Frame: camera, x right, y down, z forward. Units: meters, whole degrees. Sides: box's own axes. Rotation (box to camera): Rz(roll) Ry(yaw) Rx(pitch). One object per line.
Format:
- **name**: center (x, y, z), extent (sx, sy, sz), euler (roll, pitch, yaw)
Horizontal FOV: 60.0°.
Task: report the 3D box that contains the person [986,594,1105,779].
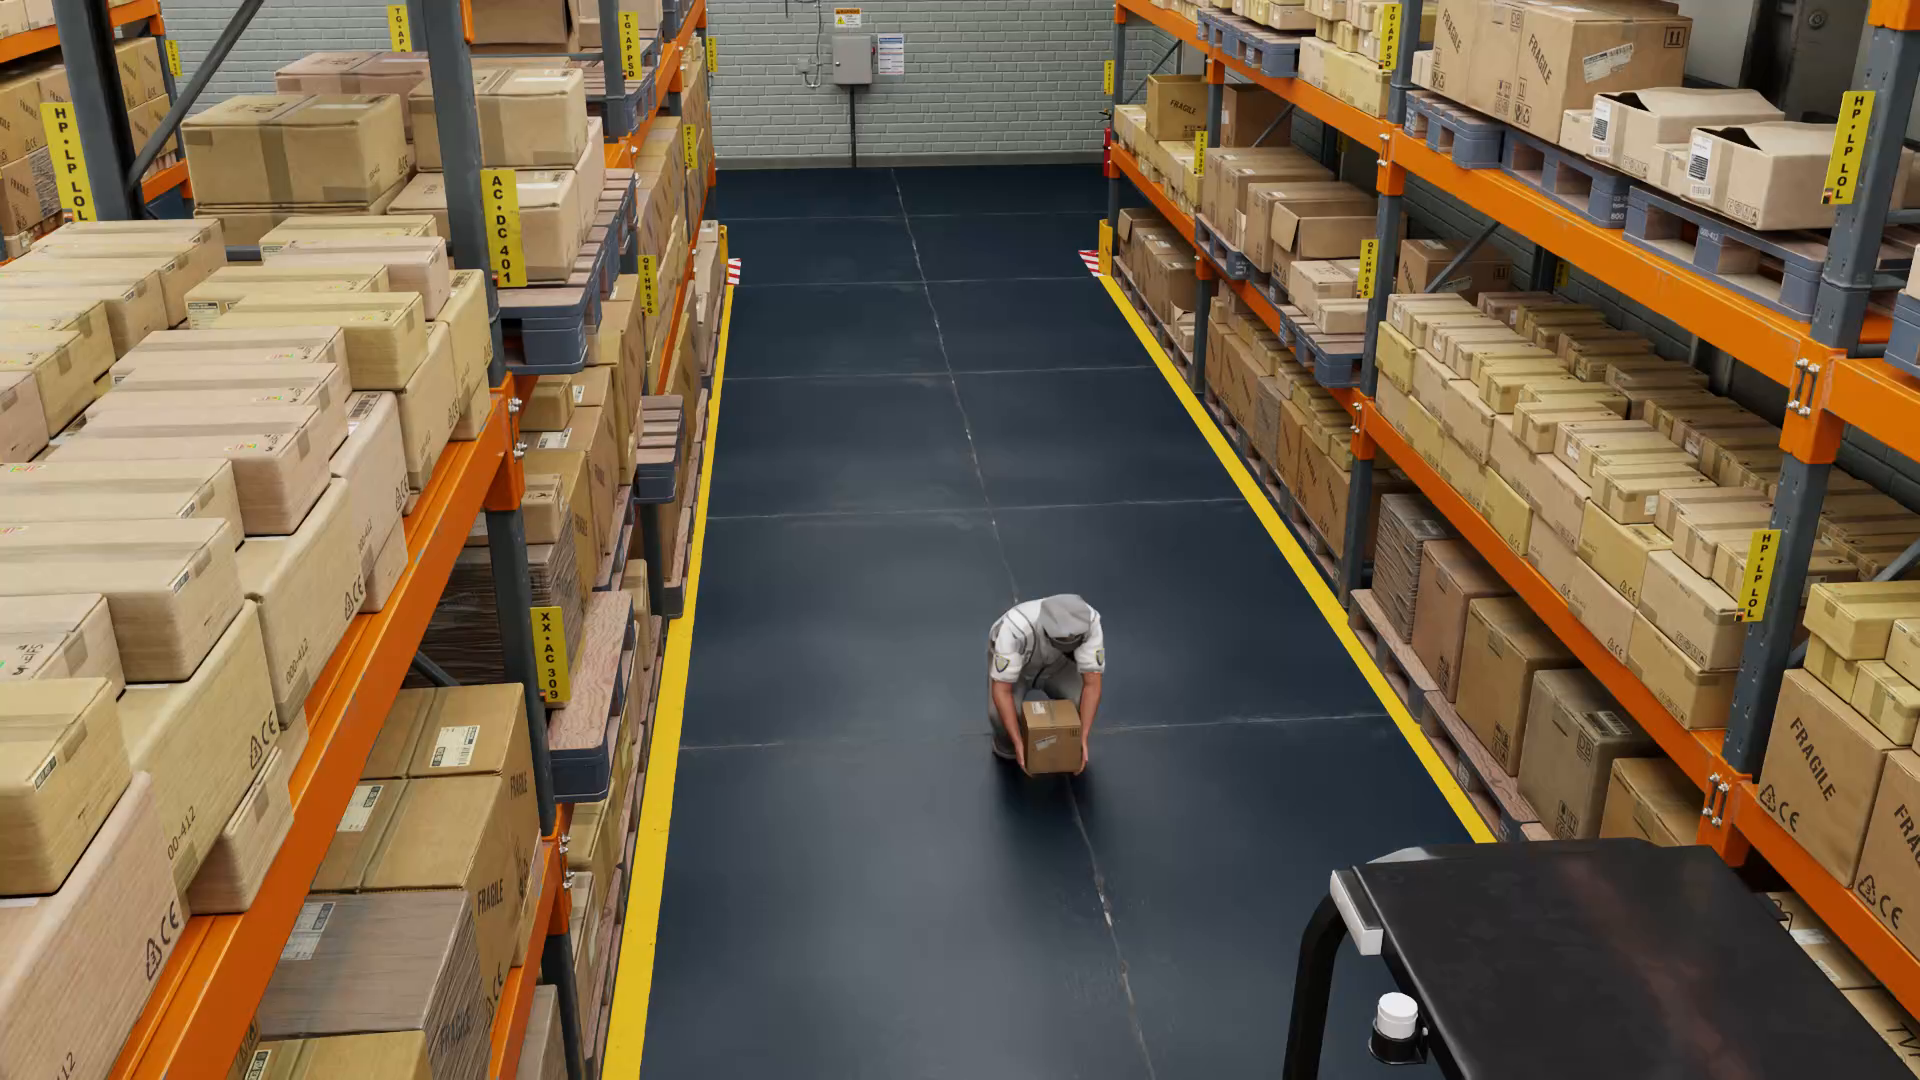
- **person**: center (0.405, 0.625, 8.103), extent (0.561, 1.009, 0.903), euler (-2, 24, -5)
